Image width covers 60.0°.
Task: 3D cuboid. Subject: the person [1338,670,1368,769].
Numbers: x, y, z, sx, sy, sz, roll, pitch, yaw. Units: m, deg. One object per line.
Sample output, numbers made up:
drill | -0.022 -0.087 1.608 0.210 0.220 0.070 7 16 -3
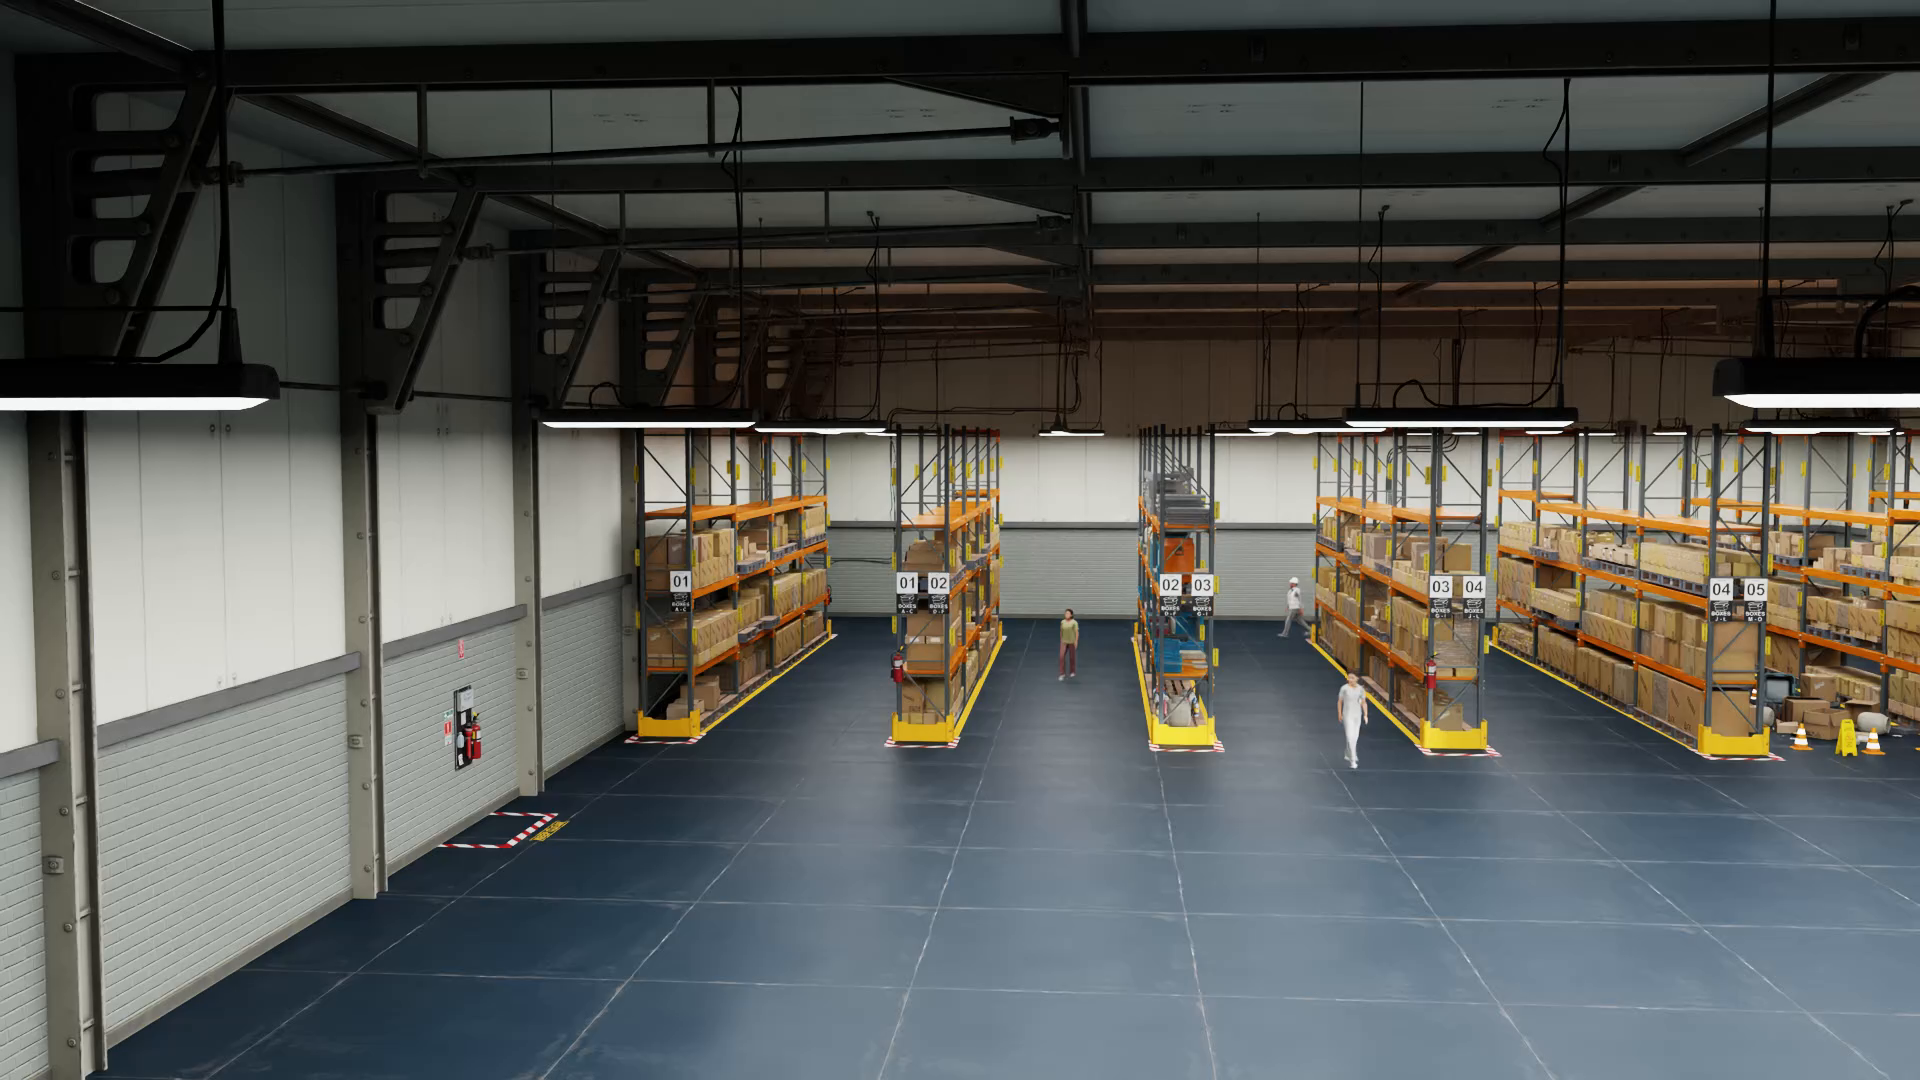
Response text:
person | 6.901 3.151 29.186 0.464 1.694 0.704 -1 4 -10

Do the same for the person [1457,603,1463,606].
person | 14.919 1.814 50.045 1.021 1.729 0.573 -1 4 -14

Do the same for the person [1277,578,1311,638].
person | 9.642 1.945 47.881 1.048 1.728 0.530 0 3 -1

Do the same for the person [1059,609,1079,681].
person | 2.592 2.480 39.638 0.492 1.689 0.721 1 4 19
